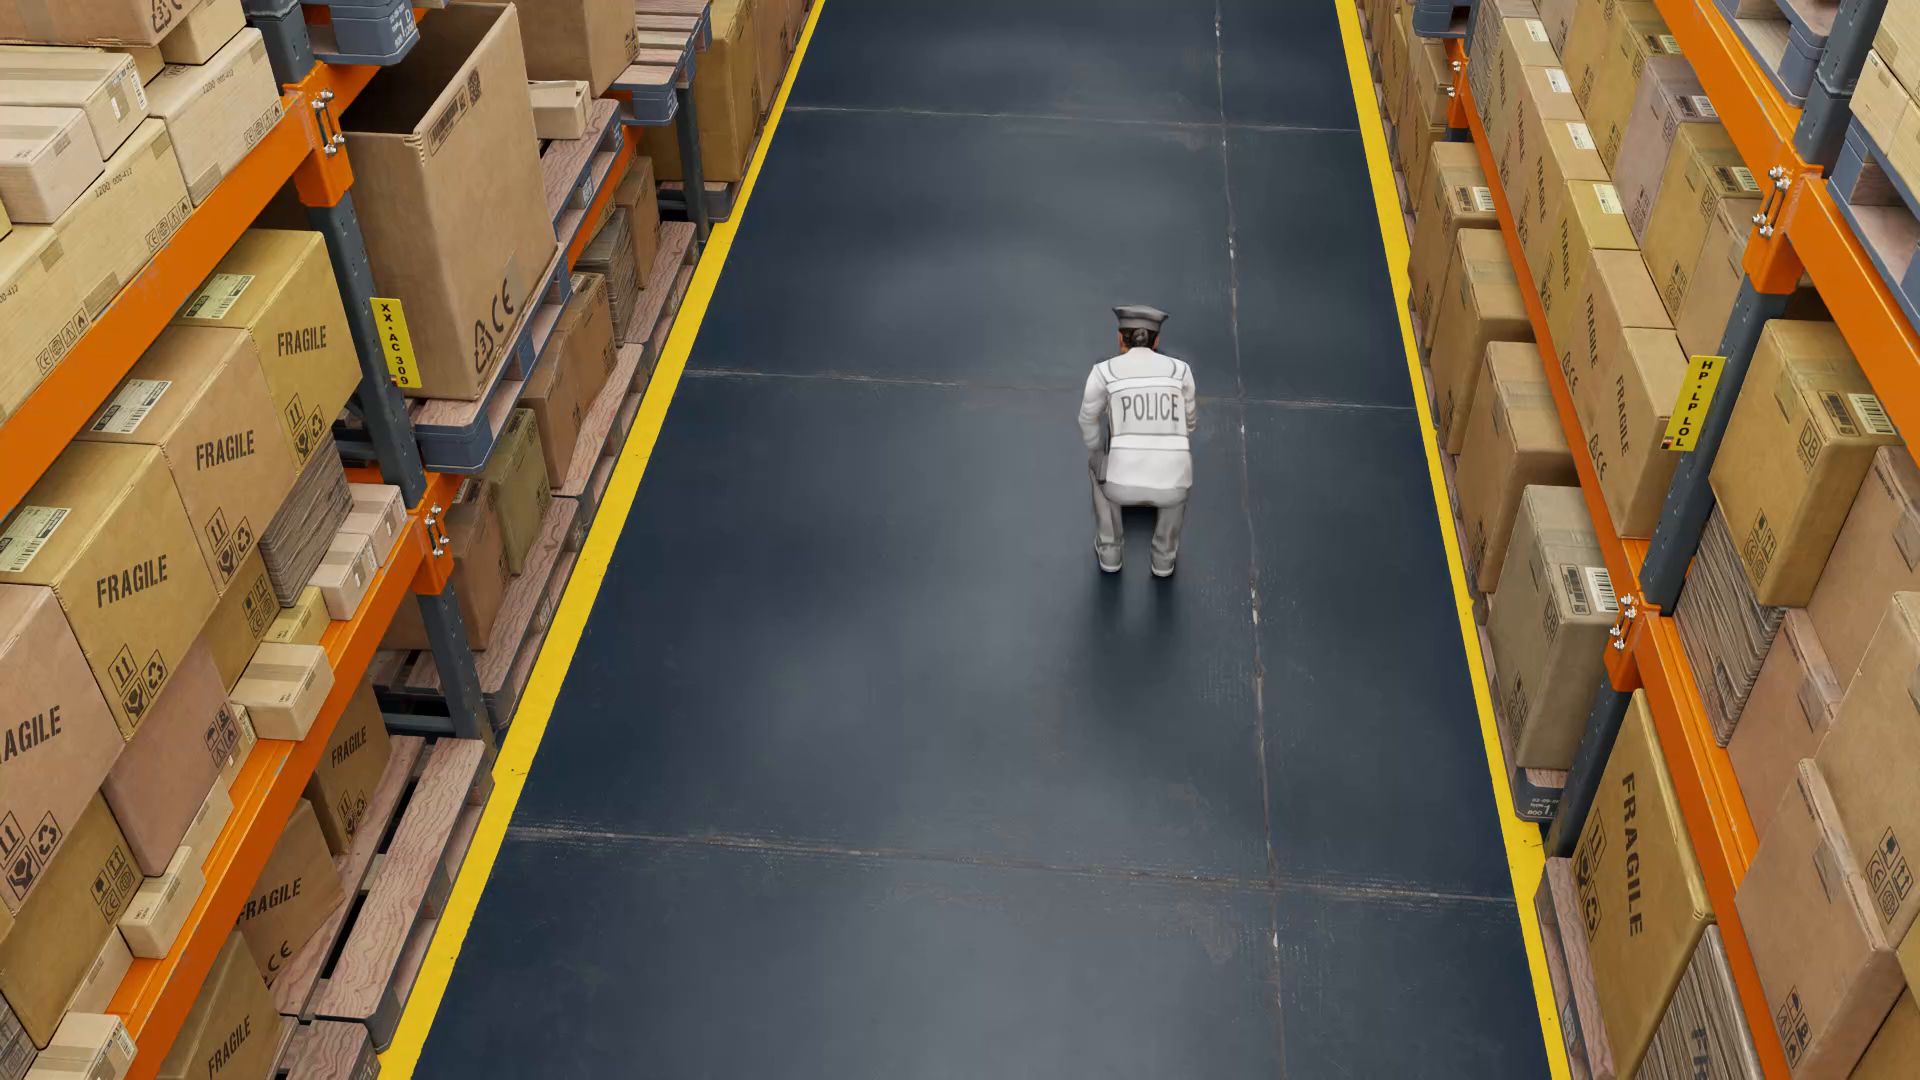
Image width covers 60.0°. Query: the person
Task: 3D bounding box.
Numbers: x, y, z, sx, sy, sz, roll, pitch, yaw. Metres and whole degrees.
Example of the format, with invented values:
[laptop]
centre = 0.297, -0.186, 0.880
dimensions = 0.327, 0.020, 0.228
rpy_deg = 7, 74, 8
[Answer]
[person]
centre = 0.753, -0.409, 7.098
dimensions = 0.505, 1.075, 0.826
rpy_deg = 3, 40, 4
